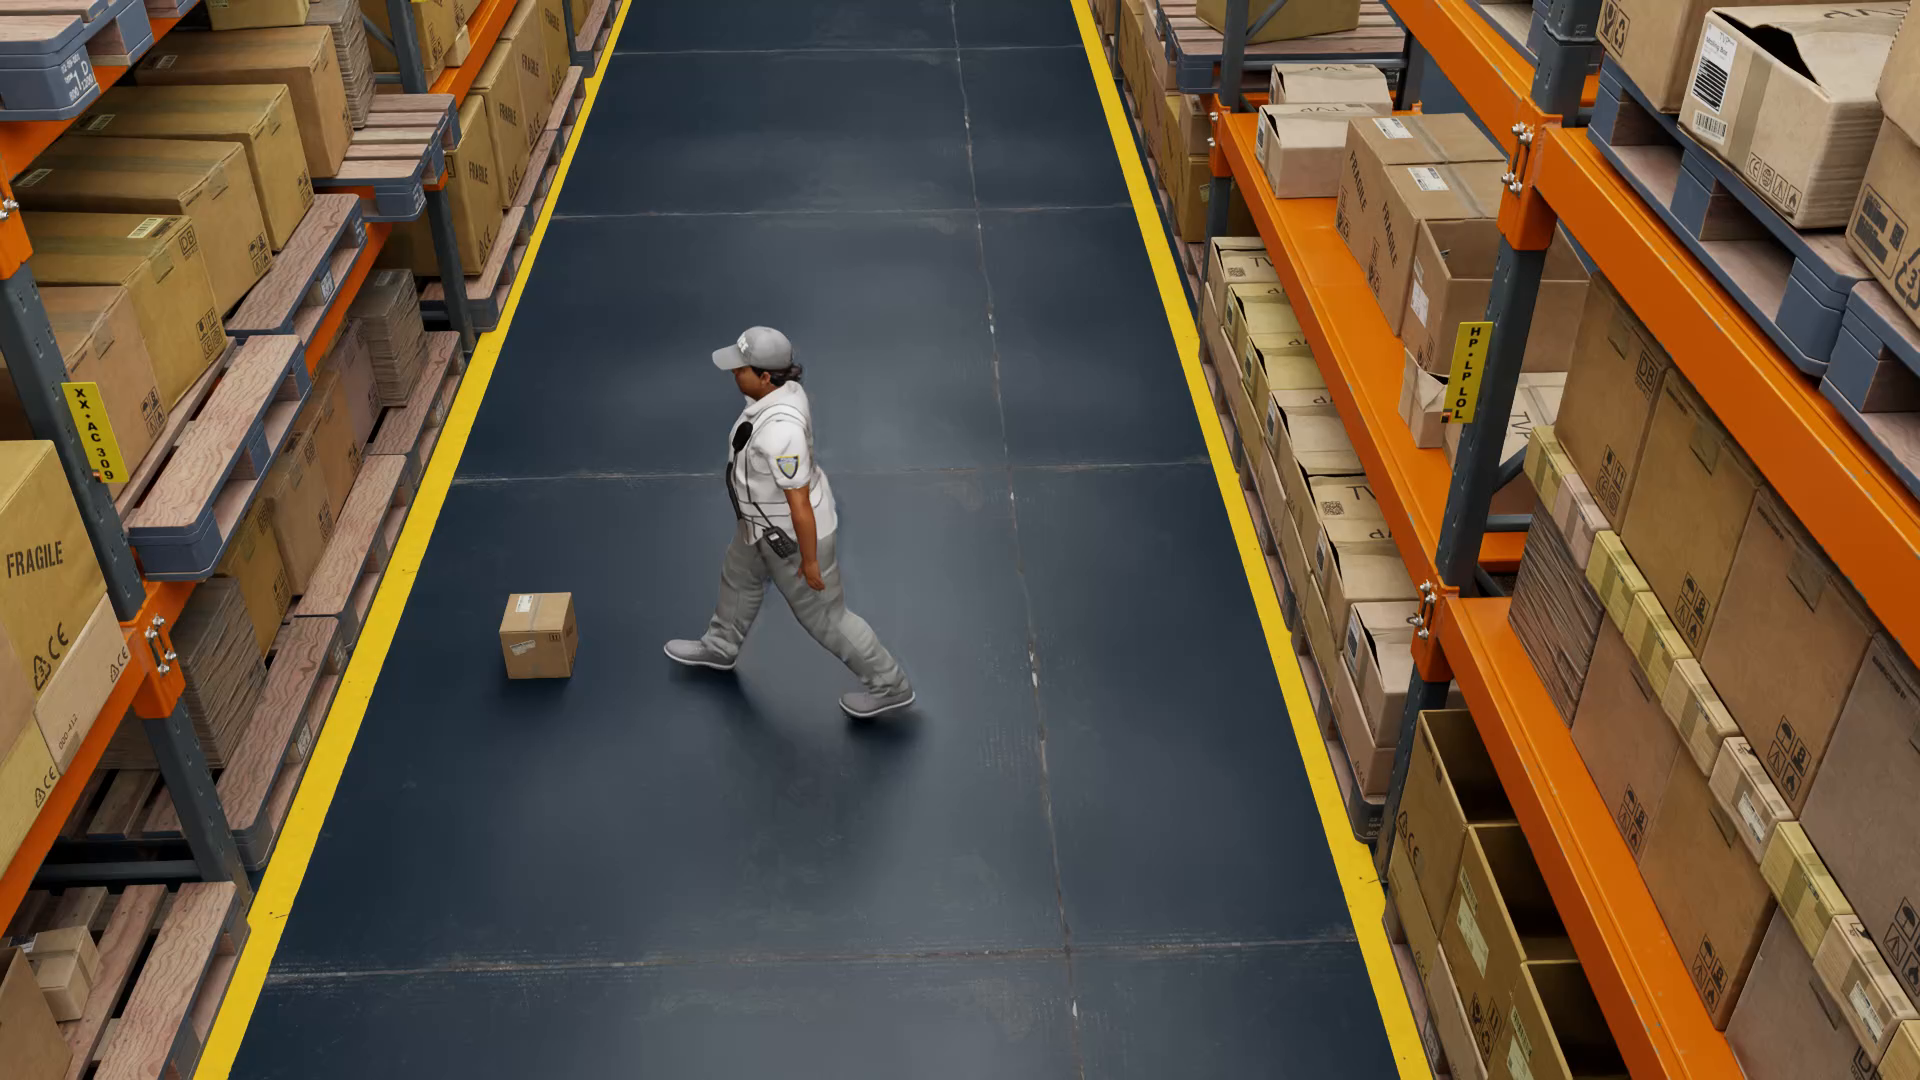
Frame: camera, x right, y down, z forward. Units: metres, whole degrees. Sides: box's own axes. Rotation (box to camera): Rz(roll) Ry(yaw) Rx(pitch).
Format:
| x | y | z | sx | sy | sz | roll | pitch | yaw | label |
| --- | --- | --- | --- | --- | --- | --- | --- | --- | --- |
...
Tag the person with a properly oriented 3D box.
| x | y | z | sx | sy | sz | roll | pitch | yaw | label |
| --- | --- | --- | --- | --- | --- | --- | --- | --- | --- |
| -0.699 | -0.062 | 6.255 | 0.991 | 1.610 | 0.541 | -4 | 36 | -5 | person |
